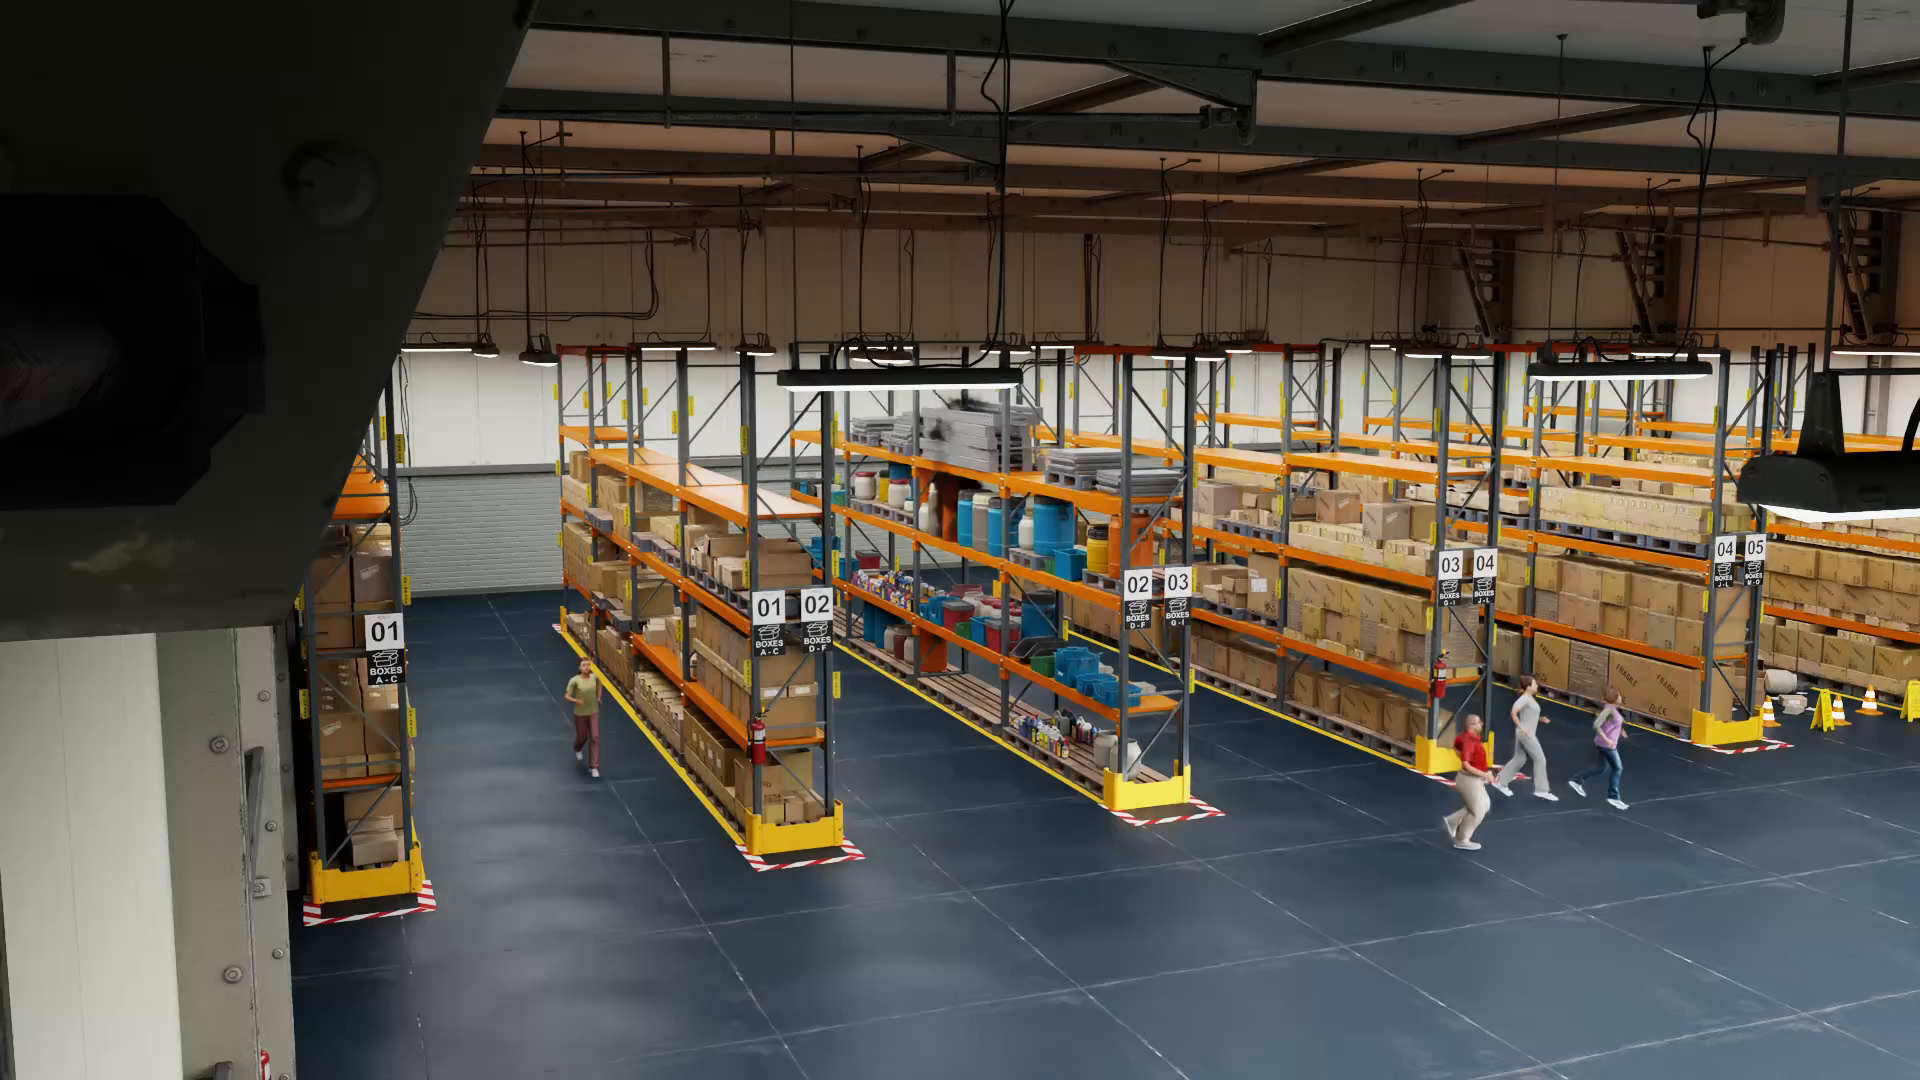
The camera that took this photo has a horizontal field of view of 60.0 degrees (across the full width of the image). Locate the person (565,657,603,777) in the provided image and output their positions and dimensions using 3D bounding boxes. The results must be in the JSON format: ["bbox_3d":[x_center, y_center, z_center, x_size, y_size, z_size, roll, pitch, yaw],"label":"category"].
[{"bbox_3d":[-5.343,2.488,23.762,0.578,1.662,0.935,-4,8,-28],"label":"person"}]

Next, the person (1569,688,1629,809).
[{"bbox_3d":[8.521,2.740,22.110,0.763,1.619,0.534,3,8,22],"label":"person"}]

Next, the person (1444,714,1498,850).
[{"bbox_3d":[6.224,2.936,20.213,0.574,1.679,0.640,2,7,13],"label":"person"}]

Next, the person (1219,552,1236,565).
[{"bbox_3d":[6.786,0.155,42.092,0.735,1.744,0.578,-2,8,-17],"label":"person"}]

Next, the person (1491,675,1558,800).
[{"bbox_3d":[7.626,2.645,22.376,0.862,1.660,0.564,2,8,16],"label":"person"}]
